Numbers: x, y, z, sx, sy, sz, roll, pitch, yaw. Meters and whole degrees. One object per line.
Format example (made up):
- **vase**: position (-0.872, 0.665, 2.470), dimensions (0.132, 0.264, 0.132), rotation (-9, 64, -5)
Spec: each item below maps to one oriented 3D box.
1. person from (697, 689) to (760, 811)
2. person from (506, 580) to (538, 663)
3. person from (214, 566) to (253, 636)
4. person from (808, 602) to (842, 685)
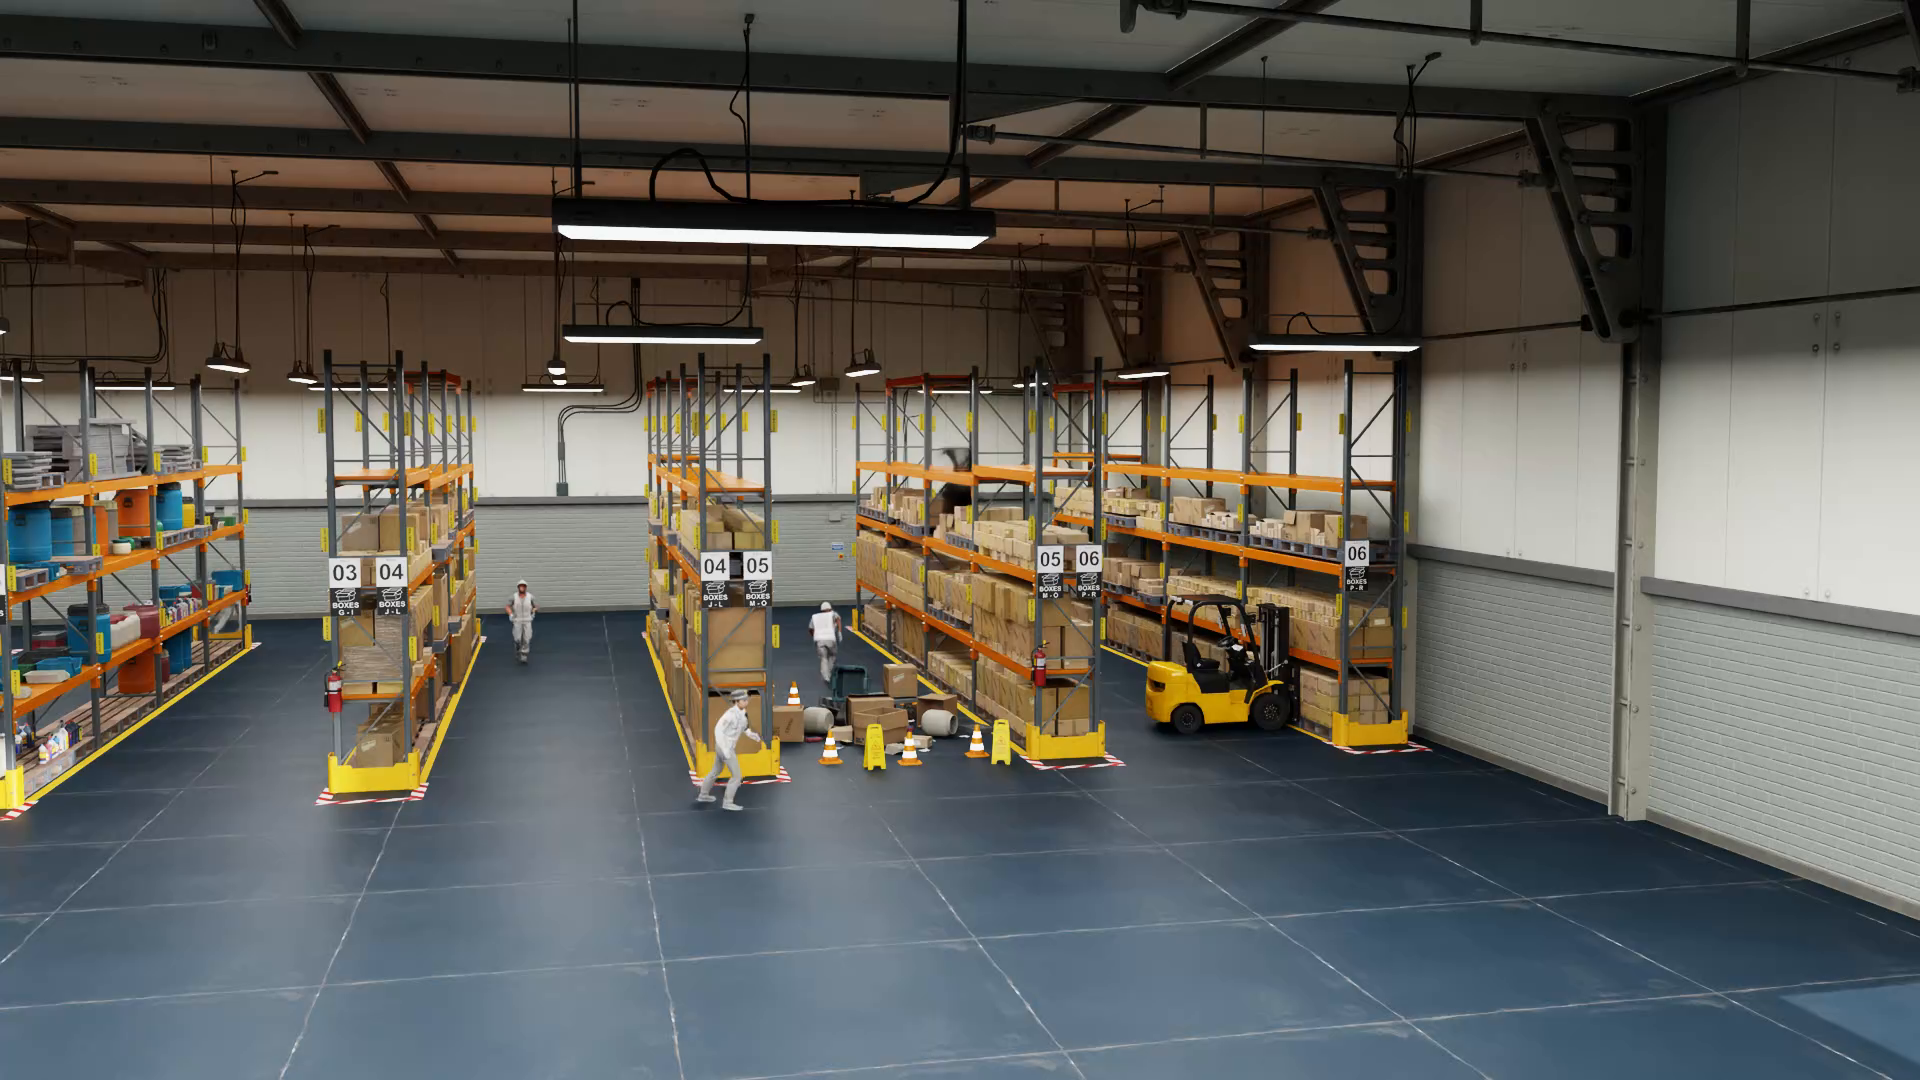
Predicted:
- **person**: position (-3.016, 2.713, 21.649), dimensions (0.837, 1.606, 0.653), rotation (0, 4, 2)
- **person**: position (-9.146, 1.712, 34.732), dimensions (0.653, 1.744, 0.574), rotation (-1, 4, -16)
- **person**: position (-16.889, 1.439, 38.798), dimensions (0.971, 1.648, 0.590), rotation (1, 4, 16)
- **person**: position (-2.601, 2.013, 31.942), dimensions (0.674, 1.552, 1.193), rotation (0, 4, 1)
